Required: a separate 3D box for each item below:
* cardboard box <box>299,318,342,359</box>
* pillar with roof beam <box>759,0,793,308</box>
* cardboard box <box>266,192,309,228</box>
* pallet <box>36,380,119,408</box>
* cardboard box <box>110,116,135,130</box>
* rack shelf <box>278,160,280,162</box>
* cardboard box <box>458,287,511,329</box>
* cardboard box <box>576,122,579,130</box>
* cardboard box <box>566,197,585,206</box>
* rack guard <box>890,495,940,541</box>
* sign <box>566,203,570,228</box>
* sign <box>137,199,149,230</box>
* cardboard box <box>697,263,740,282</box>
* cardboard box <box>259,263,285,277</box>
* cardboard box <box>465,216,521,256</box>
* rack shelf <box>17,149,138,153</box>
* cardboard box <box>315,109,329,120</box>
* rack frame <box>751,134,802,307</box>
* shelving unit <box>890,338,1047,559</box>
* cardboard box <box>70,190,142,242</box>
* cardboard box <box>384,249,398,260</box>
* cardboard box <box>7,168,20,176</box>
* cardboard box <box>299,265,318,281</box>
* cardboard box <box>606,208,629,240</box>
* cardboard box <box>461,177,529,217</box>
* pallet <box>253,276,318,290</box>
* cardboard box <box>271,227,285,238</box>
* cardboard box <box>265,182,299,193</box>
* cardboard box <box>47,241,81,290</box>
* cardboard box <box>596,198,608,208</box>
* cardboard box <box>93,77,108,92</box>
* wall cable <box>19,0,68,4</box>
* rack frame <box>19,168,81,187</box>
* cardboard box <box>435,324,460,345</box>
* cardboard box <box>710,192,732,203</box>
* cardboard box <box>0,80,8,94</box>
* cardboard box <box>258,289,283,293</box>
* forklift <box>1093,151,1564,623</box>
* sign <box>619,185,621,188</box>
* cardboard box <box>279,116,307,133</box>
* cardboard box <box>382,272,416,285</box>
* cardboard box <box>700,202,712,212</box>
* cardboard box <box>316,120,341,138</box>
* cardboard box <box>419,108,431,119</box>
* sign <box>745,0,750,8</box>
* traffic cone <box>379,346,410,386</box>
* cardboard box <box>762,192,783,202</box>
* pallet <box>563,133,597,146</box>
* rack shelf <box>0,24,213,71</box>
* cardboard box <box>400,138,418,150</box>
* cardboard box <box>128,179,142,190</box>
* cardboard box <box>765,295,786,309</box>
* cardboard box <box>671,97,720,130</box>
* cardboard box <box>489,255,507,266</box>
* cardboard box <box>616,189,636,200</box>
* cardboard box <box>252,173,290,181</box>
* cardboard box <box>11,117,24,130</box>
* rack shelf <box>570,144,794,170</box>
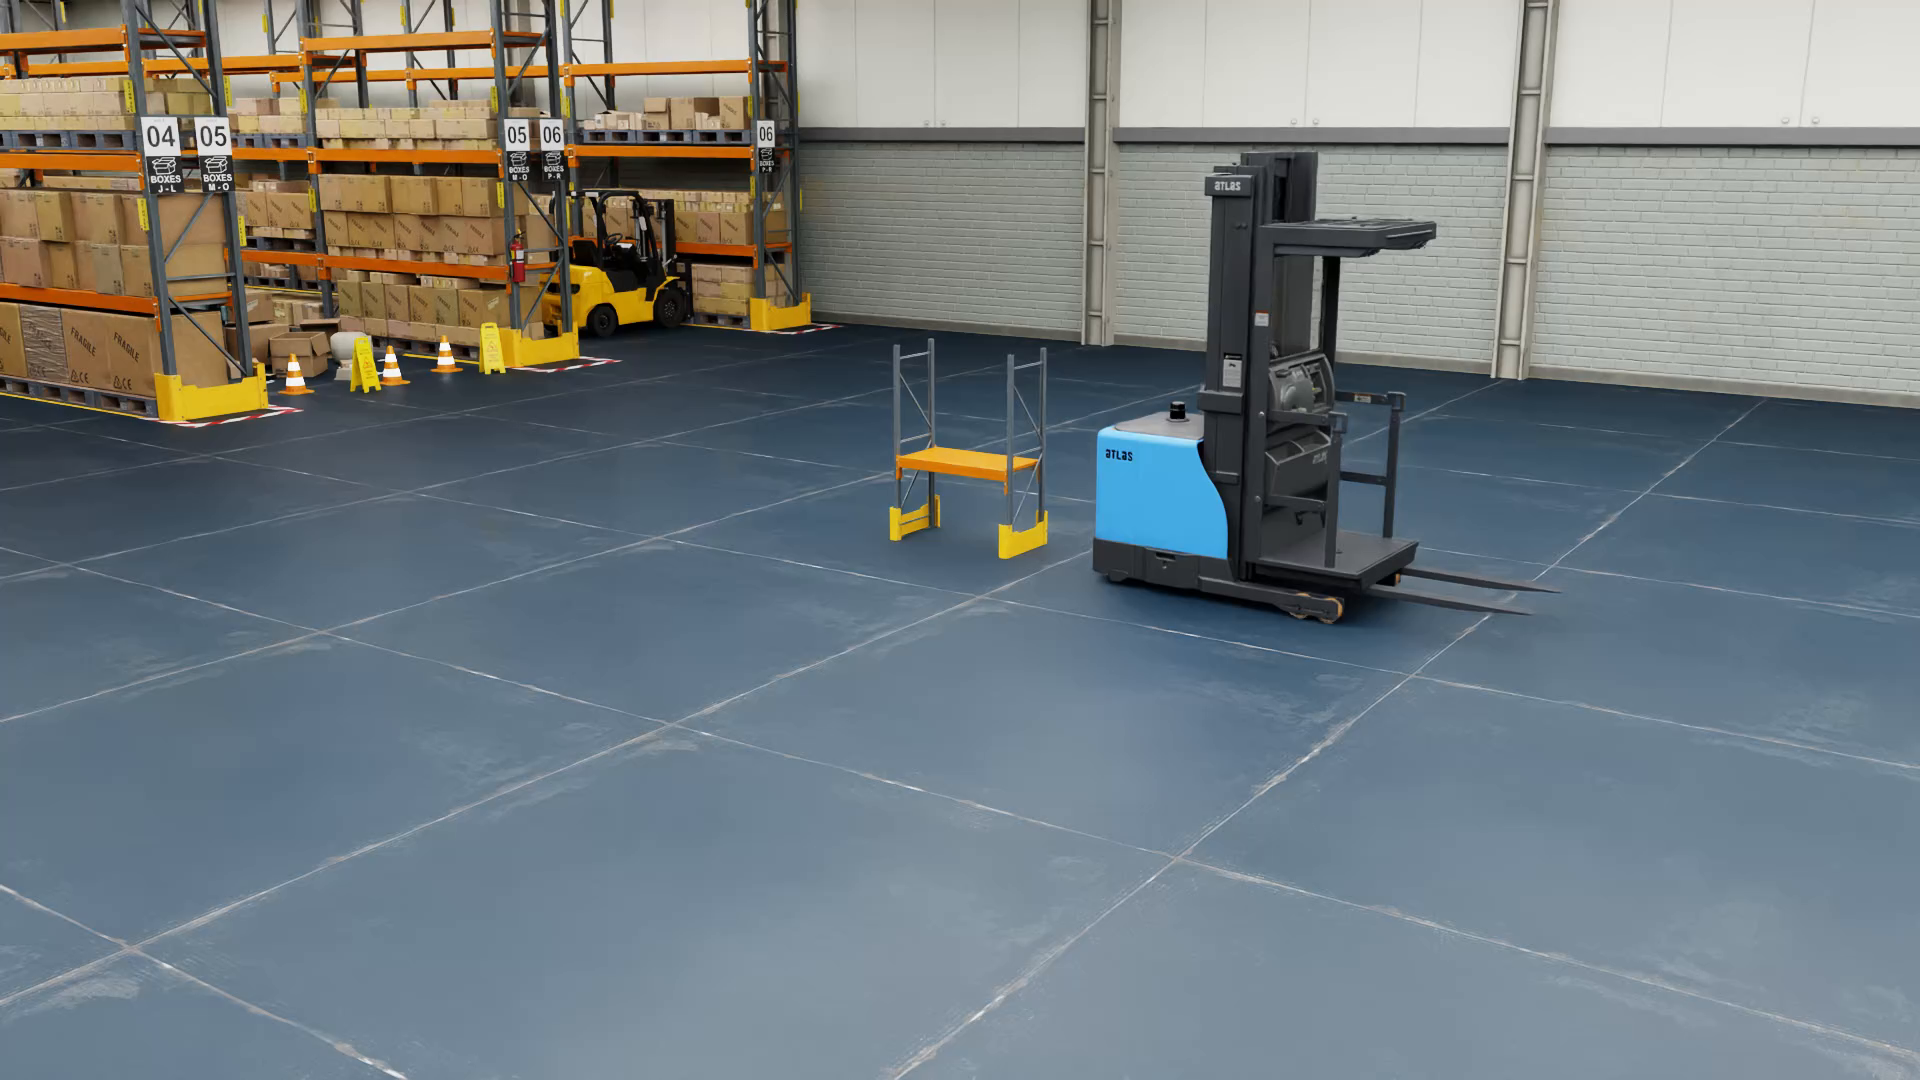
[{"bbox_3d":[-8.834,-2.783,23.021,0.500,0.500,0.500,-4,14,-16],"label":"cardboard box"},{"bbox_3d":[-5.355,-7.191,23.145,0.400,9.000,9.100,9,17,33],"label":"pillar with roof beam"},{"bbox_3d":[-9.887,-4.890,24.632,0.500,0.500,0.500,9,17,33],"label":"cardboard box"},{"bbox_3d":[-10.039,-1.775,19.555,1.213,0.211,1.003,9,17,33],"label":"pallet"},{"bbox_3d":[-8.788,-4.437,17.703,0.250,0.149,0.380,9,17,33],"label":"cardboard box"},{"bbox_3d":[-14.494,-7.848,33.541,4.000,0.370,1.077,9,17,33],"label":"rack shelf"},{"bbox_3d":[-6.455,-3.162,22.644,0.500,0.500,0.500,9,17,33],"label":"cardboard box"},{"bbox_3d":[-6.791,-7.140,28.622,0.250,0.149,0.380,9,17,33],"label":"cardboard box"},{"bbox_3d":[-6.604,-5.765,28.313,0.250,0.149,0.380,10,17,35],"label":"cardboard box"},{"bbox_3d":[-0.350,-0.178,13.022,0.087,0.250,0.587,9,17,33],"label":"rack guard"},{"bbox_3d":[-5.342,-4.402,22.563,0.005,0.325,0.100,9,17,33],"label":"sign"},{"bbox_3d":[-8.638,-3.444,17.591,0.005,0.325,0.100,9,17,33],"label":"sign"},{"bbox_3d":[-3.860,-4.285,26.660,0.500,0.250,0.500,10,17,34],"label":"cardboard box"},{"bbox_3d":[-13.757,-5.414,33.268,0.258,0.266,0.396,10,17,35],"label":"cardboard box"},{"bbox_3d":[-6.249,-4.085,22.254,0.500,0.500,0.500,9,16,32],"label":"cardboard box"},{"bbox_3d":[-13.942,-6.322,27.373,4.000,0.370,1.077,9,17,33],"label":"rack shelf"},{"bbox_3d":[-8.884,-6.024,23.537,0.250,0.149,0.380,9,16,32],"label":"cardboard box"},{"bbox_3d":[-2.877,-4.864,26.230,0.127,3.000,1.000,9,17,33],"label":"rack frame"},{"bbox_3d":[0.063,-0.718,12.602,1.083,1.500,0.587,9,17,33],"label":"shelving unit"},{"bbox_3d":[-9.506,-3.685,18.909,0.550,0.550,0.875,9,17,33],"label":"cardboard box"},{"bbox_3d":[-7.825,-4.009,23.298,0.250,0.149,0.380,9,17,33],"label":"cardboard box"},{"bbox_3d":[-16.035,-6.310,28.431,0.250,0.149,0.380,9,16,32],"label":"cardboard box"},{"bbox_3d":[-12.559,-5.354,32.538,0.500,0.500,0.500,10,17,35],"label":"cardboard box"},{"bbox_3d":[-5.532,-5.271,27.666,0.500,0.500,0.500,10,17,34],"label":"cardboard box"},{"bbox_3d":[-6.190,-4.577,22.163,0.500,0.500,0.700,9,16,31],"label":"cardboard box"},{"bbox_3d":[-13.404,-5.212,33.439,1.213,0.211,1.003,9,17,33],"label":"pallet"},{"bbox_3d":[-9.987,-4.573,24.701,0.250,0.149,0.380,9,16,32],"label":"cardboard box"},{"bbox_3d":[-10.052,-5.229,24.652,0.250,0.149,0.380,9,16,31],"label":"cardboard box"},{"bbox_3d":[-9.982,-3.219,19.273,0.500,0.550,0.875,9,17,33],"label":"cardboard box"},{"bbox_3d":[-5.863,-5.634,27.783,0.250,0.149,0.380,10,17,34],"label":"cardboard box"},{"bbox_3d":[-8.999,-4.858,17.745,0.250,0.149,0.380,9,17,33],"label":"cardboard box"},{"bbox_3d":[-20.123,-13.634,37.598,0.133,3.039,2.988,9,17,33],"label":"wall cable"},{"bbox_3d":[-15.602,-5.483,28.731,0.127,3.000,1.000,9,17,33],"label":"rack frame"},{"bbox_3d":[-6.891,-2.869,23.018,0.500,0.250,0.500,9,17,33],"label":"cardboard box"},{"bbox_3d":[-3.746,-5.434,26.357,0.250,0.149,0.380,10,17,34],"label":"cardboard box"},{"bbox_3d":[-10.683,-5.130,18.845,0.250,0.149,0.380,9,17,33],"label":"cardboard box"},{"bbox_3d":[-11.203,-3.700,26.122,0.625,0.372,0.950,9,16,32],"label":"cardboard box"},{"bbox_3d":[2.428,-1.032,10.893,3.031,2.935,1.130,10,17,34],"label":"forklift"},{"bbox_3d":[-5.888,-5.970,28.731,0.005,0.325,0.100,9,17,33],"label":"sign"},{"bbox_3d":[-9.529,-6.047,24.204,0.500,0.250,0.500,9,16,32],"label":"cardboard box"},{"bbox_3d":[-7.902,-3.693,23.435,0.250,0.149,0.380,10,17,36],"label":"cardboard box"},{"bbox_3d":[-3.930,-5.329,26.550,0.250,0.149,0.380,9,17,32],"label":"cardboard box"},{"bbox_3d":[-8.751,-5.824,23.560,0.500,0.250,0.500,9,16,32],"label":"cardboard box"},{"bbox_3d":[-7.088,-5.773,22.524,0.250,0.149,0.380,9,16,31],"label":"cardboard box"},{"bbox_3d":[-3.192,-8.162,24.958,0.005,0.325,0.100,9,17,33],"label":"sign"},{"bbox_3d":[-7.059,-2.176,20.650,0.334,0.463,0.336,9,17,33],"label":"traffic cone"},{"bbox_3d":[-3.037,-5.460,26.458,0.250,0.149,0.380,9,16,32],"label":"cardboard box"},{"bbox_3d":[-6.936,-6.879,28.527,1.217,0.209,0.805,8,16,31],"label":"pallet"},{"bbox_3d":[-9.983,-5.510,18.685,4.000,0.370,1.077,9,17,33],"label":"rack shelf"},{"bbox_3d":[-7.396,-5.397,22.664,0.250,0.149,0.380,9,16,32],"label":"cardboard box"},{"bbox_3d":[-12.858,-5.498,26.501,0.500,0.500,0.500,9,16,31],"label":"cardboard box"},{"bbox_3d":[-3.176,-3.838,26.934,0.500,0.250,0.500,9,17,33],"label":"cardboard box"},{"bbox_3d":[-4.175,-6.789,26.474,0.500,0.500,0.700,9,17,33],"label":"cardboard box"},{"bbox_3d":[-6.074,-3.759,22.290,0.250,0.149,0.380,10,17,35],"label":"cardboard box"},{"bbox_3d":[-5.457,-5.702,27.438,0.250,0.149,0.380,10,17,34],"label":"cardboard box"},{"bbox_3d":[-13.922,-7.162,33.644,0.500,0.500,0.500,9,16,31],"label":"cardboard box"},{"bbox_3d":[-10.472,-4.709,18.803,0.250,0.149,0.380,9,17,33],"label":"cardboard box"},{"bbox_3d":[-4.537,-6.239,27.040,4.000,0.370,1.077,9,17,33],"label":"rack shelf"}]
